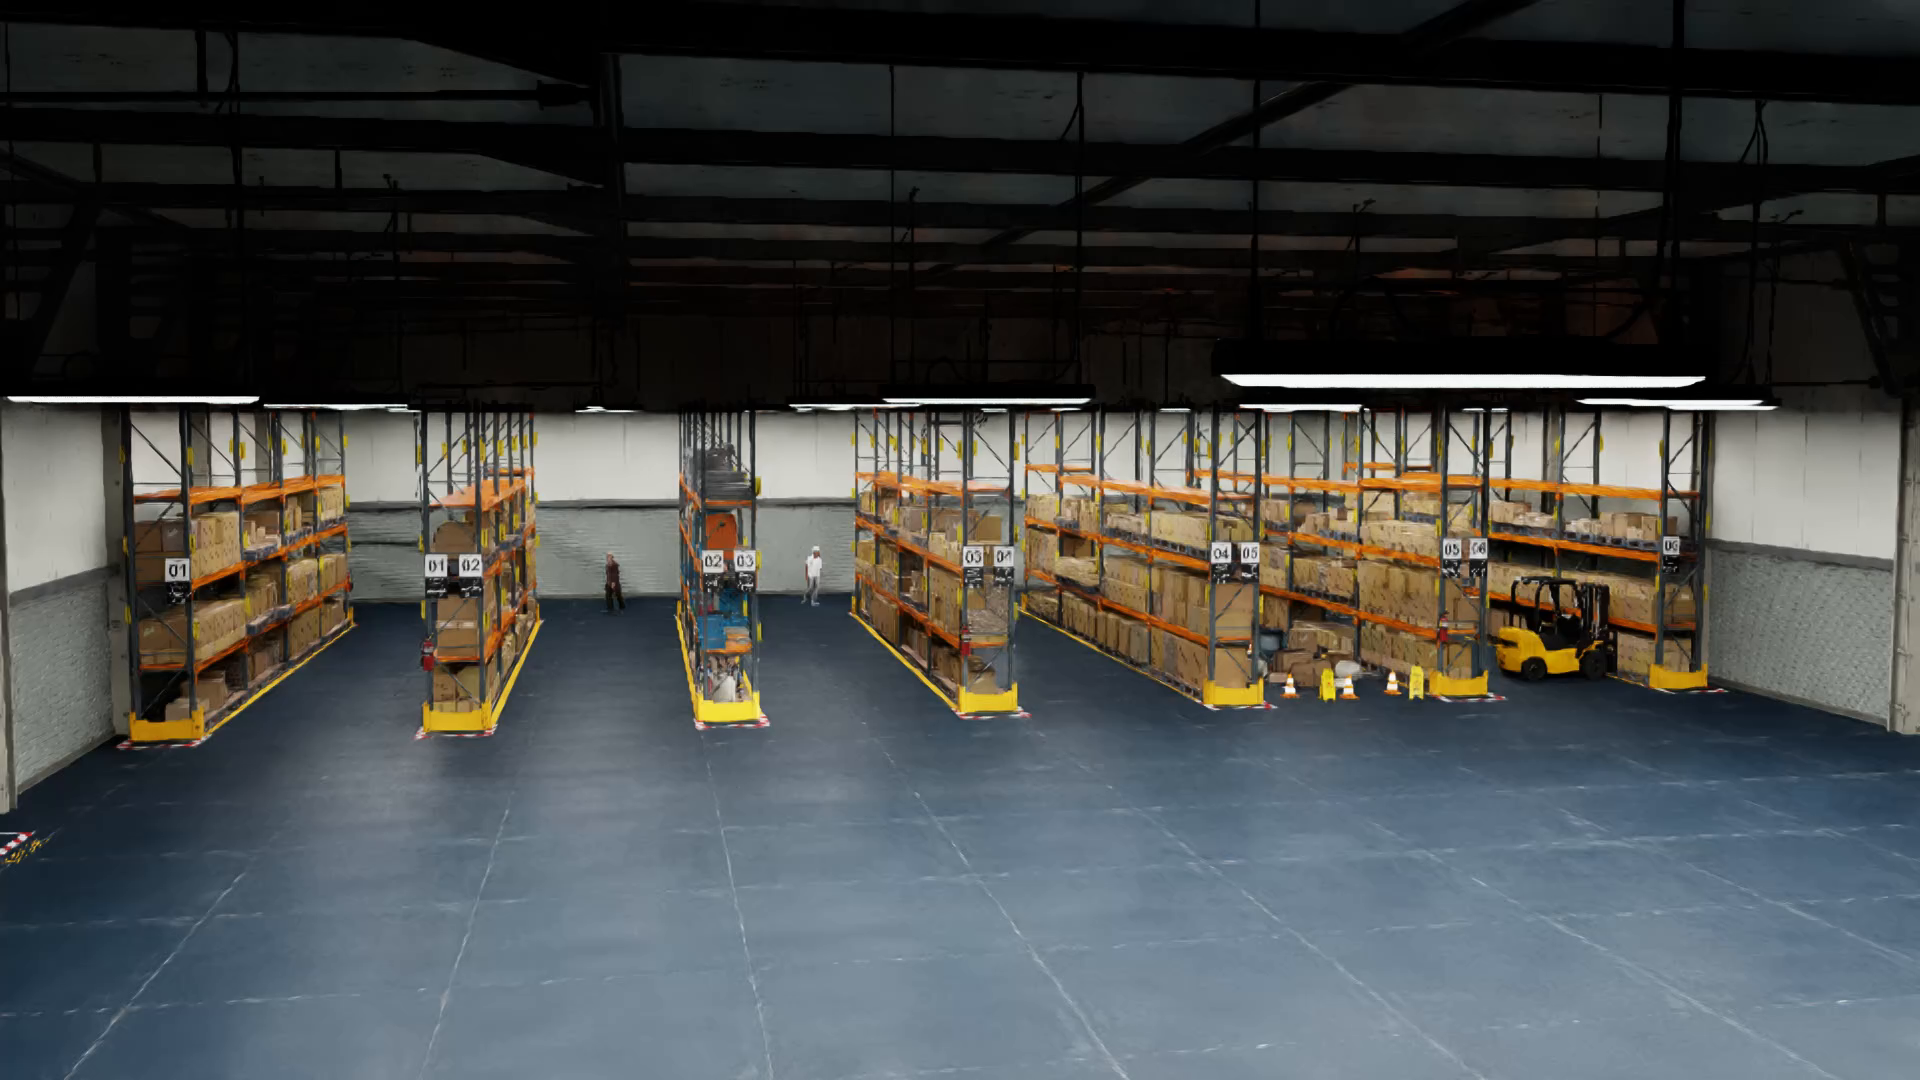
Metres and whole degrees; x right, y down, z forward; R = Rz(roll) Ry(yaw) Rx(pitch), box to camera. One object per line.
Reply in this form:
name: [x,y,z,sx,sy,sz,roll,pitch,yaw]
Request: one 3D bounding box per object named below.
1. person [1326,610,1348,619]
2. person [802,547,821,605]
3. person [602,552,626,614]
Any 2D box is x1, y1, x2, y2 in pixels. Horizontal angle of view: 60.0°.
person: [10.592,1.326,46.693,0.603,1.720,0.674,1,4,9]
person: [-4.462,1.070,50.176,0.578,1.750,0.609,4,6,43]
person: [-9.955,1.235,47.841,0.677,1.771,0.617,-4,6,-44]
